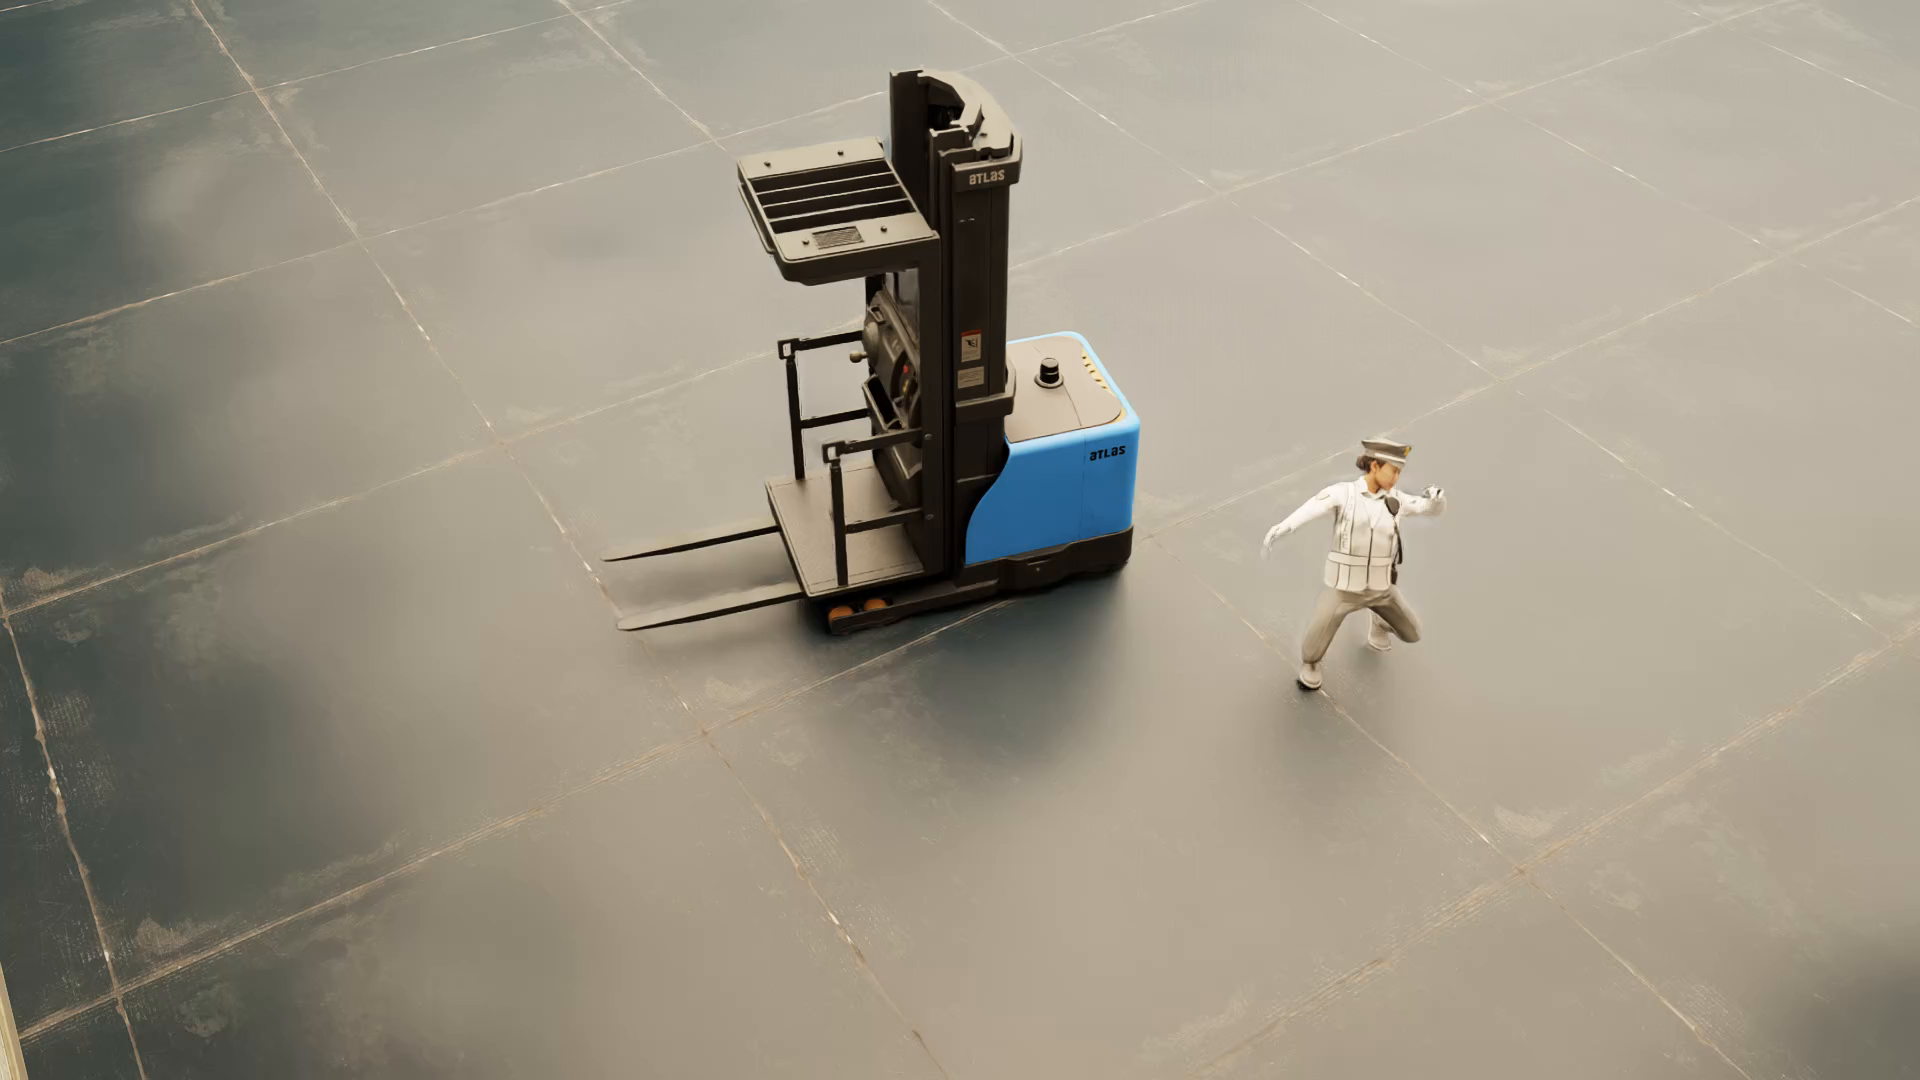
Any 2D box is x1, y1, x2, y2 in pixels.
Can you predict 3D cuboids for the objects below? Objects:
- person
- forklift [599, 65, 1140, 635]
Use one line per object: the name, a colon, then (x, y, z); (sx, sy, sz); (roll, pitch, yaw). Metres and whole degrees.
person: (1.955, 0.154, 8.754); (0.979, 1.515, 0.716); (-7, 42, -8)
forklift: (-0.556, -0.955, 8.963); (3.031, 2.935, 1.130); (-12, 43, -14)
